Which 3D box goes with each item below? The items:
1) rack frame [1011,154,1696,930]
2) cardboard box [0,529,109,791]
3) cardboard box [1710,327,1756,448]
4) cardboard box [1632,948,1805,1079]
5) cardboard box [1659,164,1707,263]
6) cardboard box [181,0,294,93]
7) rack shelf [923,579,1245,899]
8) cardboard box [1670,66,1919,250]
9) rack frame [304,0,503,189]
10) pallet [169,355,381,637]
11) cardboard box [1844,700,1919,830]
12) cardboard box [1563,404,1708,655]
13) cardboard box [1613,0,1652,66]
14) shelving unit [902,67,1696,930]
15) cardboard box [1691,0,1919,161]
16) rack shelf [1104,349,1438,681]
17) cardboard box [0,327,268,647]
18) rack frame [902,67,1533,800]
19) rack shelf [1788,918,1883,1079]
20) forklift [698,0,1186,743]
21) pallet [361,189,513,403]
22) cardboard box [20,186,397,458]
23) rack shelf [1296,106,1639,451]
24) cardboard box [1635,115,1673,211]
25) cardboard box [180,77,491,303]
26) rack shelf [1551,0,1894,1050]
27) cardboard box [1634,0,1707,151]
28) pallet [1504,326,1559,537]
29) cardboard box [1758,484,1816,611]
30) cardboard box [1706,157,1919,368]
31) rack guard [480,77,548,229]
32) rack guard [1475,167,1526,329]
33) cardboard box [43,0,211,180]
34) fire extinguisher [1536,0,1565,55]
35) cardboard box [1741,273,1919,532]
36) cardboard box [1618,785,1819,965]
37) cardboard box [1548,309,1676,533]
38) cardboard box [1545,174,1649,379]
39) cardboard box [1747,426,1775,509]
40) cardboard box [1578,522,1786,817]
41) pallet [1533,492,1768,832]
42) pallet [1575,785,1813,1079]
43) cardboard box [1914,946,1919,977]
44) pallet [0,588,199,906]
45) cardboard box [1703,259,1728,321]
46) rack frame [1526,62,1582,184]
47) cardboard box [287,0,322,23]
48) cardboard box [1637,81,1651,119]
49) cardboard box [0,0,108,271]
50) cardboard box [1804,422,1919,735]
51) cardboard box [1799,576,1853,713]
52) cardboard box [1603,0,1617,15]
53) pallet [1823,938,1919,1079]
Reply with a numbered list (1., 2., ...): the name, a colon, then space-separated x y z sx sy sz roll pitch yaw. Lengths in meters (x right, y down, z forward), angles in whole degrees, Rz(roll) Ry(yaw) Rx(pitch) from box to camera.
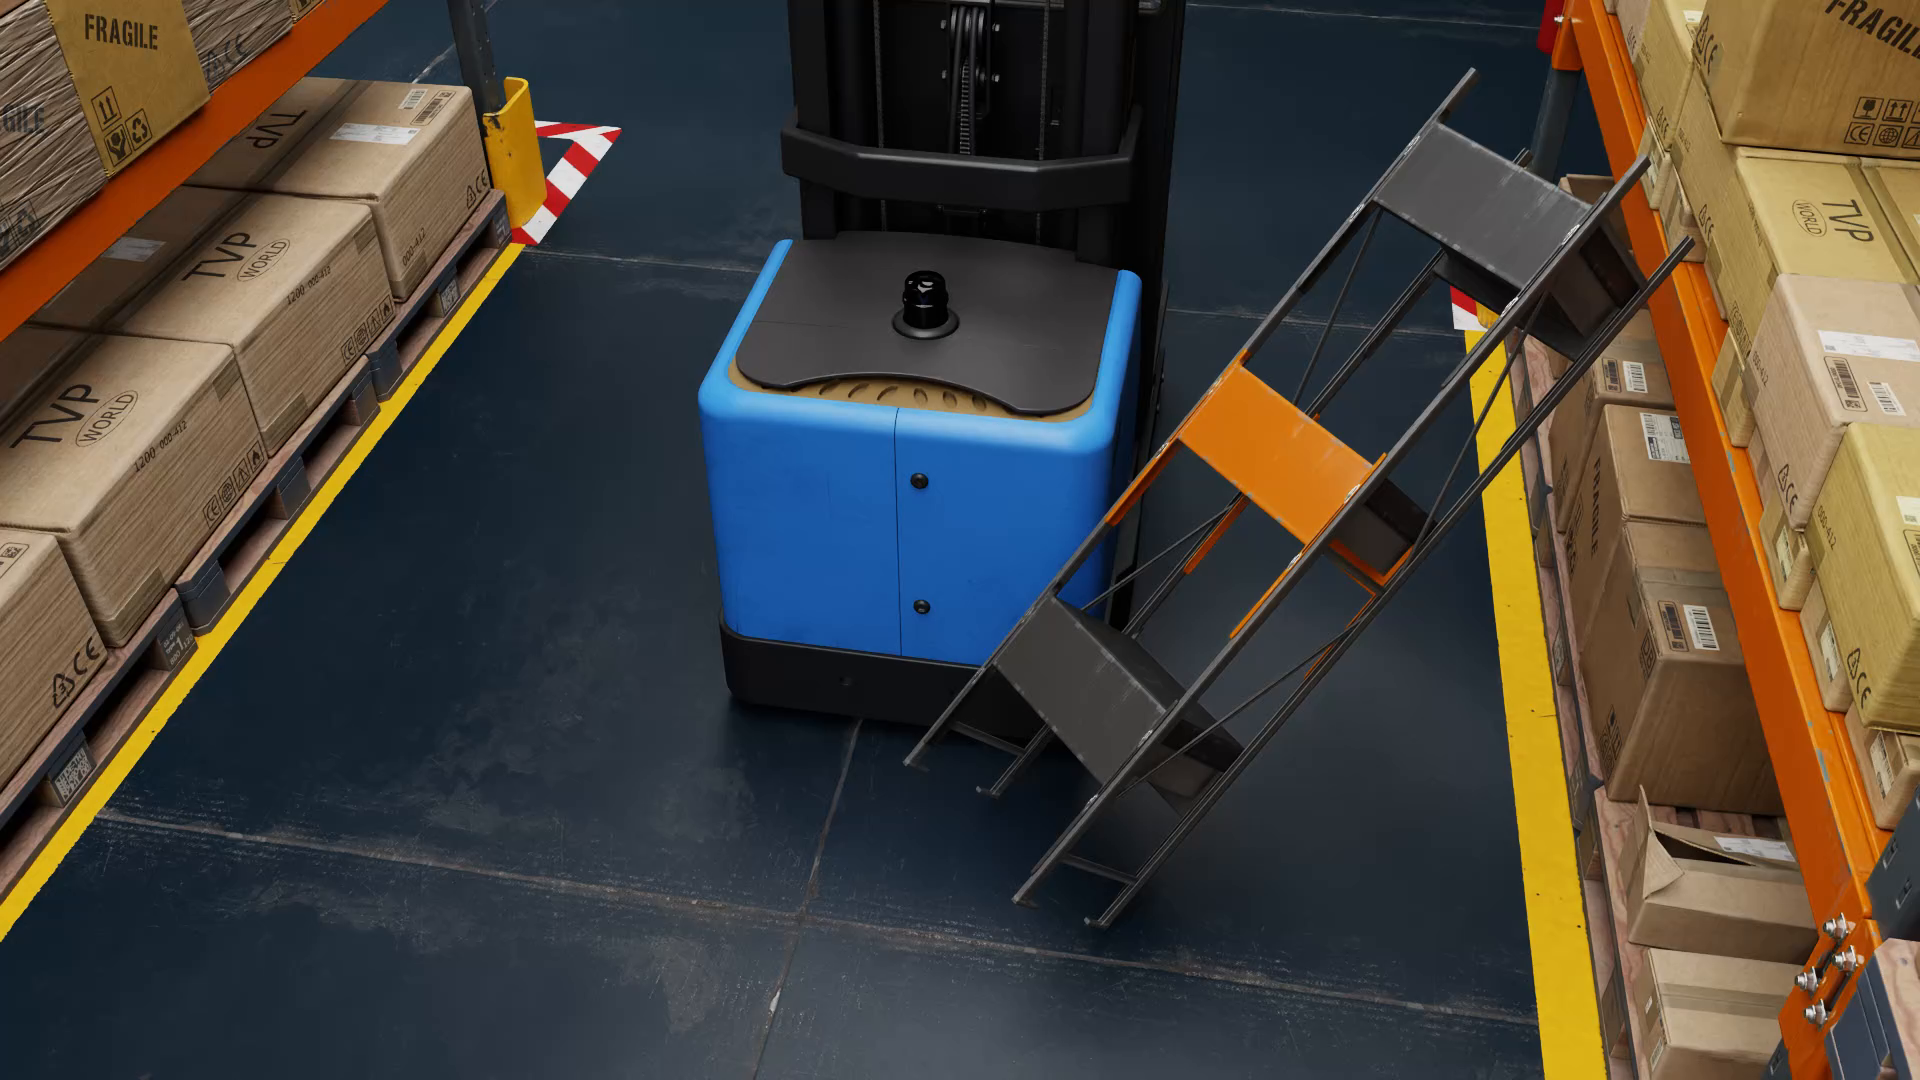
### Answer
1. rack frame: 0.886 0.074 3.756 2.100 0.400 0.015 -51 49 9
2. cardboard box: -2.813 0.380 4.118 0.875 0.438 0.875 6 40 7
3. cardboard box: 1.802 -0.306 3.464 0.380 0.149 0.250 6 40 7
4. cardboard box: 1.669 1.036 3.550 0.380 0.149 0.250 5 40 6
5. cardboard box: 1.930 -0.785 4.043 0.380 0.149 0.250 7 40 9
6. cardboard box: -2.339 -1.643 4.805 0.500 0.500 0.500 7 40 9
7. rack shelf: 0.316 0.490 4.022 0.518 0.431 0.480 -51 49 9
8. cardboard box: 1.971 -0.872 3.835 0.500 0.250 0.500 5 40 7
9. rack frame: -2.335 -2.574 6.009 1.000 3.000 0.127 6 40 8
10. pallet: -2.610 -0.225 5.357 1.003 0.211 1.213 6 40 8
11. cardboard box: 1.668 0.350 2.669 0.380 0.149 0.250 7 40 8
12. cardboard box: 1.979 -0.001 4.529 0.500 0.500 0.500 7 40 8
13. cardboard box: 2.123 -1.514 4.612 0.500 0.250 0.500 7 40 8
14. shelving unit: 0.758 -0.060 3.914 2.100 0.431 0.503 -51 49 9
15. cardboard box: 1.951 -1.178 3.617 0.500 0.500 0.500 7 40 9
16. rack shelf: 0.749 -0.049 3.916 0.518 0.431 0.480 -51 49 9
17. cardboard box: -2.659 -0.182 4.797 0.875 0.438 0.875 5 40 6
18. rack frame: 0.629 -0.194 4.072 2.100 0.400 0.015 -51 49 9
19. rack shelf: 1.516 2.014 1.025 1.077 0.370 4.000 6 40 8
20. forklift: 0.112 -1.525 4.794 1.130 2.935 3.031 7 40 8
21. pallet: -2.397 -0.989 6.280 1.003 0.211 1.213 6 40 8
22. cardboard box: -2.501 -0.748 5.481 0.875 0.438 0.875 7 40 9
23. rack shelf: 1.182 -0.589 3.810 0.518 0.431 0.480 -51 49 9
24. cardboard box: 1.955 -0.953 4.246 0.380 0.149 0.250 5 40 6
25. cardboard box: -2.351 -1.323 6.177 0.875 0.438 0.875 5 40 6
26. rack shelf: 2.208 -0.496 4.061 1.077 0.370 4.000 6 40 8
27. cardboard box: 2.039 -1.196 4.226 0.500 0.250 0.500 6 40 7
28. pallet: 2.404 -0.406 5.576 1.003 0.211 1.213 6 40 8
29. cardboard box: 1.713 0.019 3.070 0.380 0.149 0.250 7 40 9
30. cardboard box: 1.881 -0.549 3.445 0.500 0.250 0.500 6 40 7
31. rack guard: -2.331 -1.626 6.824 1.175 0.500 0.348 6 40 8
32. rack guard: 2.541 -1.018 6.089 1.175 0.500 0.348 6 40 8
33. cardboard box: -2.416 -1.318 4.411 0.500 0.500 0.500 8 40 9
34. fire extinguisher: 2.124 -1.999 5.667 0.296 0.674 0.183 6 40 8
35. cardboard box: 1.782 -0.238 3.068 0.500 0.250 0.500 7 40 8
36. cardboard box: 1.731 0.767 3.784 0.396 0.266 0.258 8 40 9
37. cardboard box: 2.169 -0.322 4.917 0.700 0.500 0.500 8 40 9
38. cardboard box: 2.355 -0.855 5.560 0.797 0.503 0.637 5 40 6
39. cardboard box: 1.785 -0.143 3.266 0.380 0.149 0.250 7 40 9
40. cardboard box: 1.989 0.330 4.129 0.700 0.500 0.500 5 40 6
41. pallet: 2.191 0.357 4.652 1.003 0.211 1.213 6 40 8
42. pallet: 1.982 1.125 3.723 1.003 0.211 1.213 6 40 8
43. cardboard box: 1.558 0.560 1.811 0.700 0.500 0.500 7 40 9
44. pallet: -2.819 0.543 4.428 1.003 0.211 1.213 6 40 8
45. cardboard box: 1.953 -0.616 3.838 0.380 0.149 0.250 6 40 8
46. rack frame: 2.554 -2.029 5.350 1.000 3.000 0.127 6 40 8
47. cardboard box: -2.260 -1.967 5.197 0.500 0.500 0.500 6 40 7
48. cardboard box: 2.113 -1.271 4.630 0.380 0.149 0.250 8 40 9
49. cardboard box: -2.505 -0.994 4.020 0.500 0.500 0.500 7 40 8
50. cardboard box: 1.710 0.078 2.686 0.500 0.250 0.500 7 40 9
51. cardboard box: 1.692 0.185 2.870 0.380 0.149 0.250 7 40 9
52. cardboard box: 2.227 -1.756 5.217 0.380 0.149 0.250 6 40 7
53. pallet: 1.616 1.045 1.783 1.003 0.211 1.213 6 40 8
